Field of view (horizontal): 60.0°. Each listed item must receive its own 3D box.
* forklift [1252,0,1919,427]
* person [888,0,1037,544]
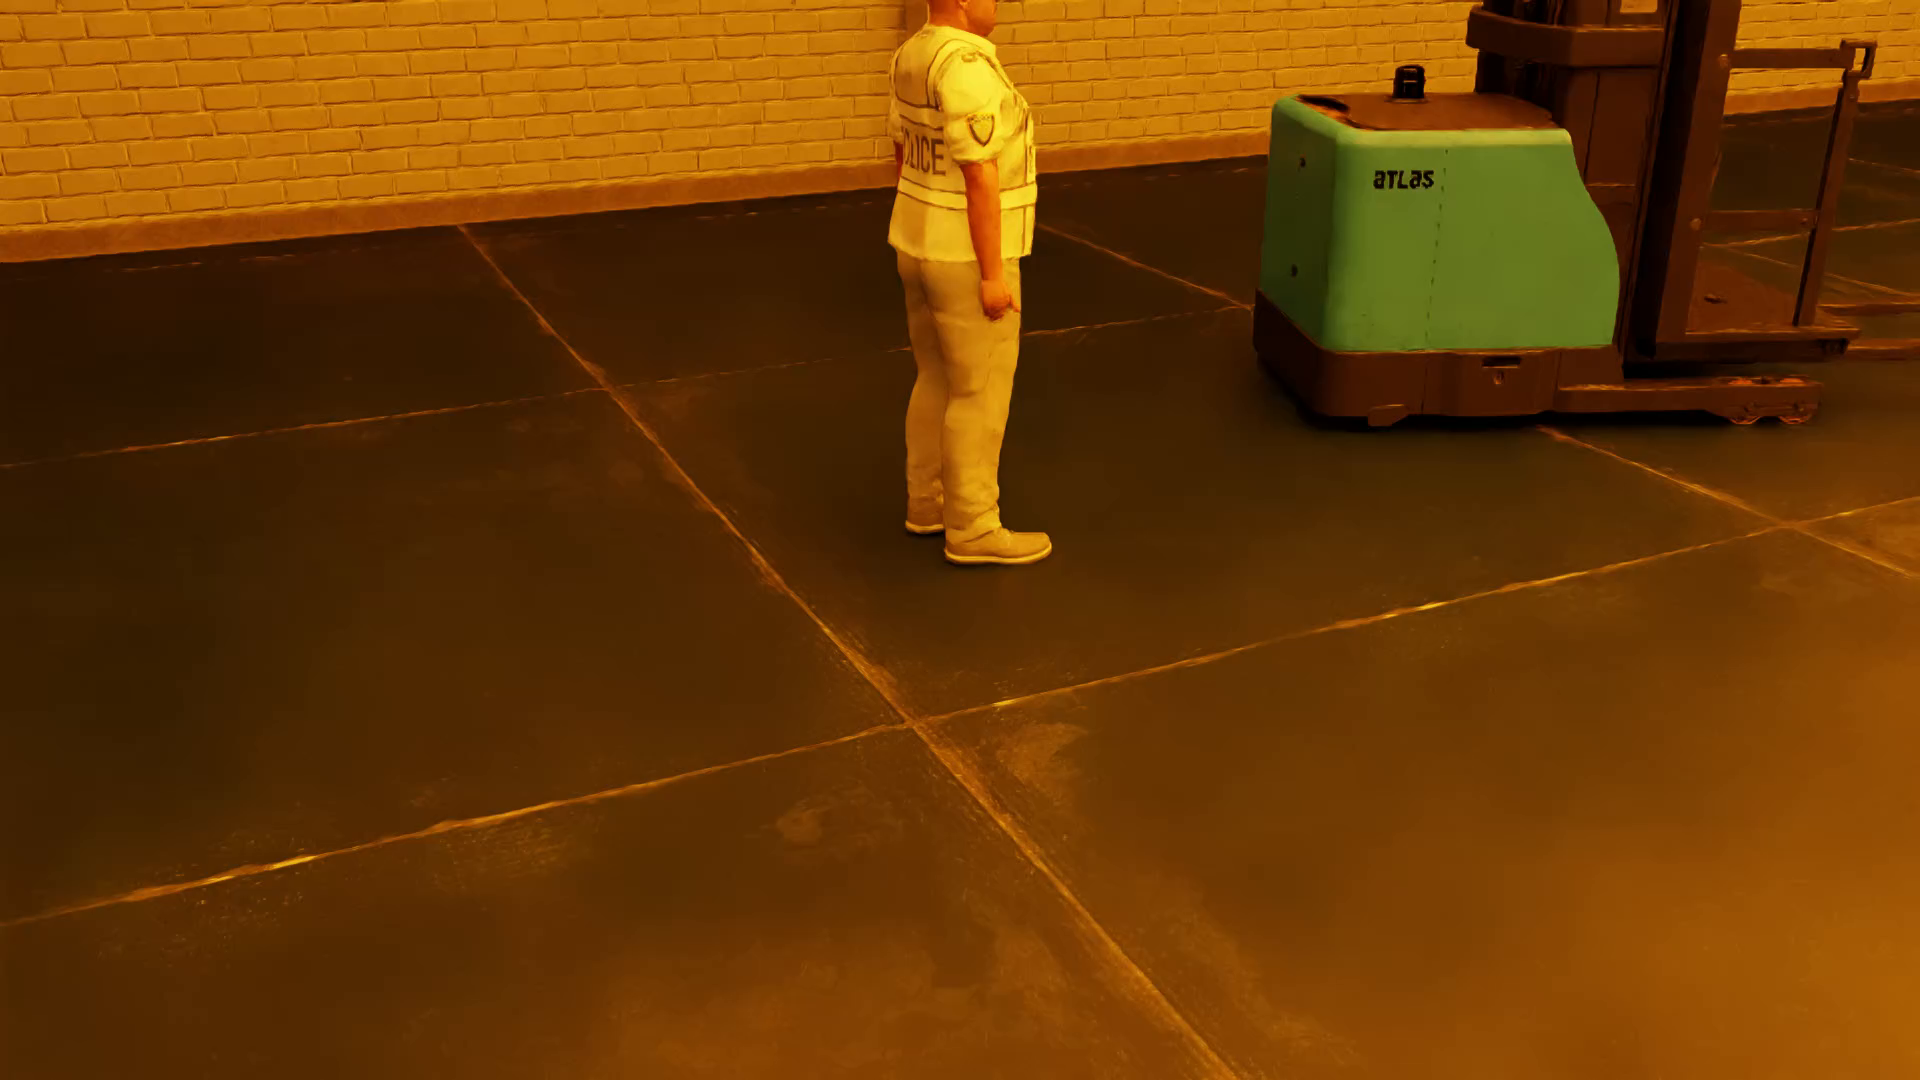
[{"bbox_3d":[2.750,-1.978,6.047,3.031,2.935,1.130,-2,23,-5],"label":"forklift"},{"bbox_3d":[-21258.443,-17365.673,41804.557,24.966,2.667,100014.159,-10,25,-23],"label":"person"}]
